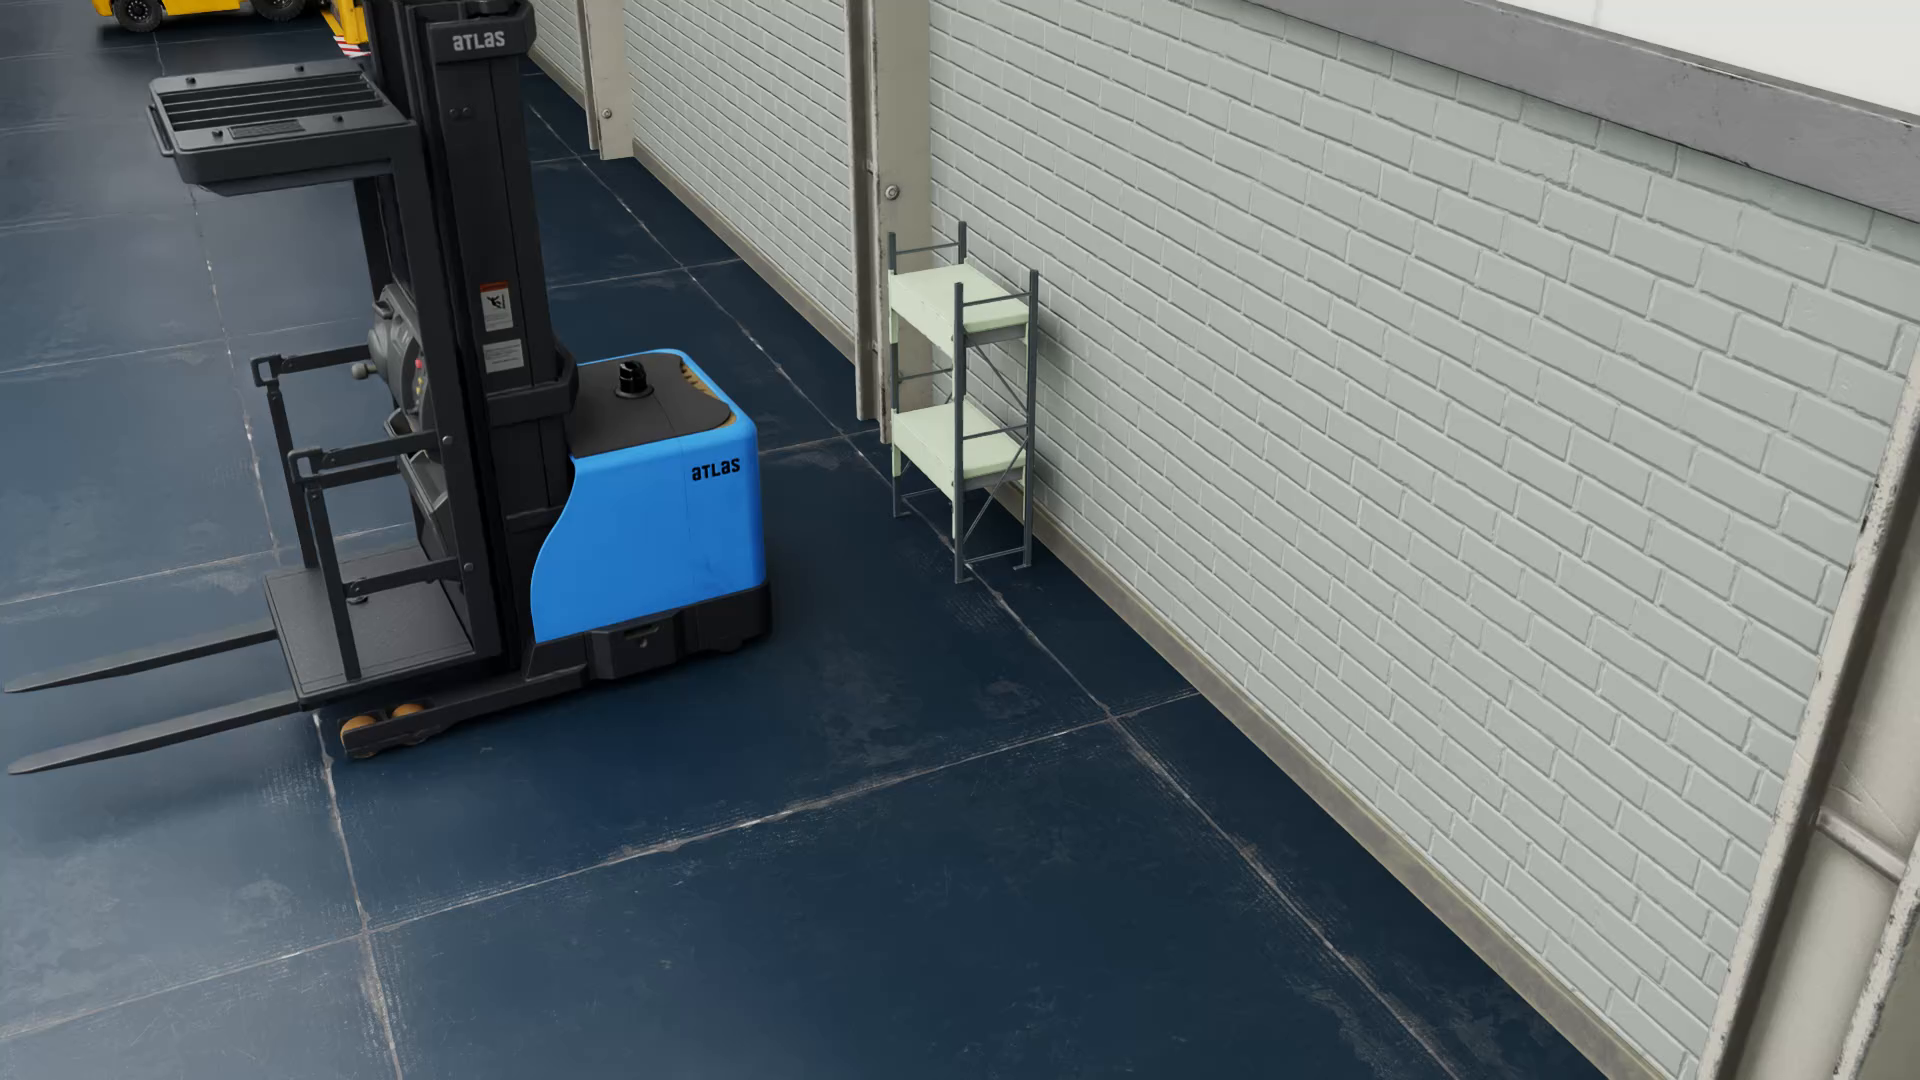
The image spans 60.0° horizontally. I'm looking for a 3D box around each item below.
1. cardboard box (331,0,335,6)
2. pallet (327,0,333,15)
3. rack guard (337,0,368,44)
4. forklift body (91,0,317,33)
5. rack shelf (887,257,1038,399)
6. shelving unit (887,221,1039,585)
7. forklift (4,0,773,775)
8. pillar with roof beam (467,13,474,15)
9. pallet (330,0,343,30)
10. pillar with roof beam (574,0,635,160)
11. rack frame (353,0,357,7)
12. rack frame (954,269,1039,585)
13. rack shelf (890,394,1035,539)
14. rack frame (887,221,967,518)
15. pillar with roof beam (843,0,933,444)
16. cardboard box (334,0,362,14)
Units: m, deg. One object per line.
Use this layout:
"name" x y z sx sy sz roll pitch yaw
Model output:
"cardboard box" -6.726 -6.108 18.458 0.500 0.250 0.500 -13 32 -22
"pallet" -6.920 -6.412 19.469 1.003 0.211 1.213 -13 32 -22
"rack guard" -6.024 -5.660 17.833 1.175 0.500 0.348 -13 32 -22
"forklift body" -8.496 -6.846 18.259 2.313 2.155 1.214 -13 32 -22
"rack shelf" 0.003 -0.992 7.687 0.431 0.370 0.720 -13 32 -22
"shelving unit" 0.003 -0.651 7.878 0.431 1.500 0.755 -13 32 -22
"forklift" -2.384 -0.697 6.497 3.031 2.935 1.130 -15 32 -24
"pillar with roof beam" -9.407 -8.971 15.047 9.100 9.000 0.400 -13 32 -22
"pallet" -6.400 -5.874 18.509 1.003 0.211 1.213 -13 32 -22
"pillar with roof beam" -6.831 -6.320 10.321 9.100 9.000 0.400 -13 32 -22
"rack frame" -6.034 -6.761 17.241 1.000 3.000 0.127 -13 32 -22
"rack frame" 0.160 -0.490 7.590 0.400 1.500 0.023 -13 32 -22
"rack shelf" 0.003 -0.367 8.037 0.431 0.370 0.720 -13 32 -22
"rack frame" -0.154 -0.813 8.166 0.400 1.500 0.023 -13 32 -22
"pillar with roof beam" -4.255 -3.670 5.594 9.100 9.000 0.400 -13 32 -22
"cardboard box" -6.521 -5.886 18.062 0.500 0.250 0.500 -13 32 -22
